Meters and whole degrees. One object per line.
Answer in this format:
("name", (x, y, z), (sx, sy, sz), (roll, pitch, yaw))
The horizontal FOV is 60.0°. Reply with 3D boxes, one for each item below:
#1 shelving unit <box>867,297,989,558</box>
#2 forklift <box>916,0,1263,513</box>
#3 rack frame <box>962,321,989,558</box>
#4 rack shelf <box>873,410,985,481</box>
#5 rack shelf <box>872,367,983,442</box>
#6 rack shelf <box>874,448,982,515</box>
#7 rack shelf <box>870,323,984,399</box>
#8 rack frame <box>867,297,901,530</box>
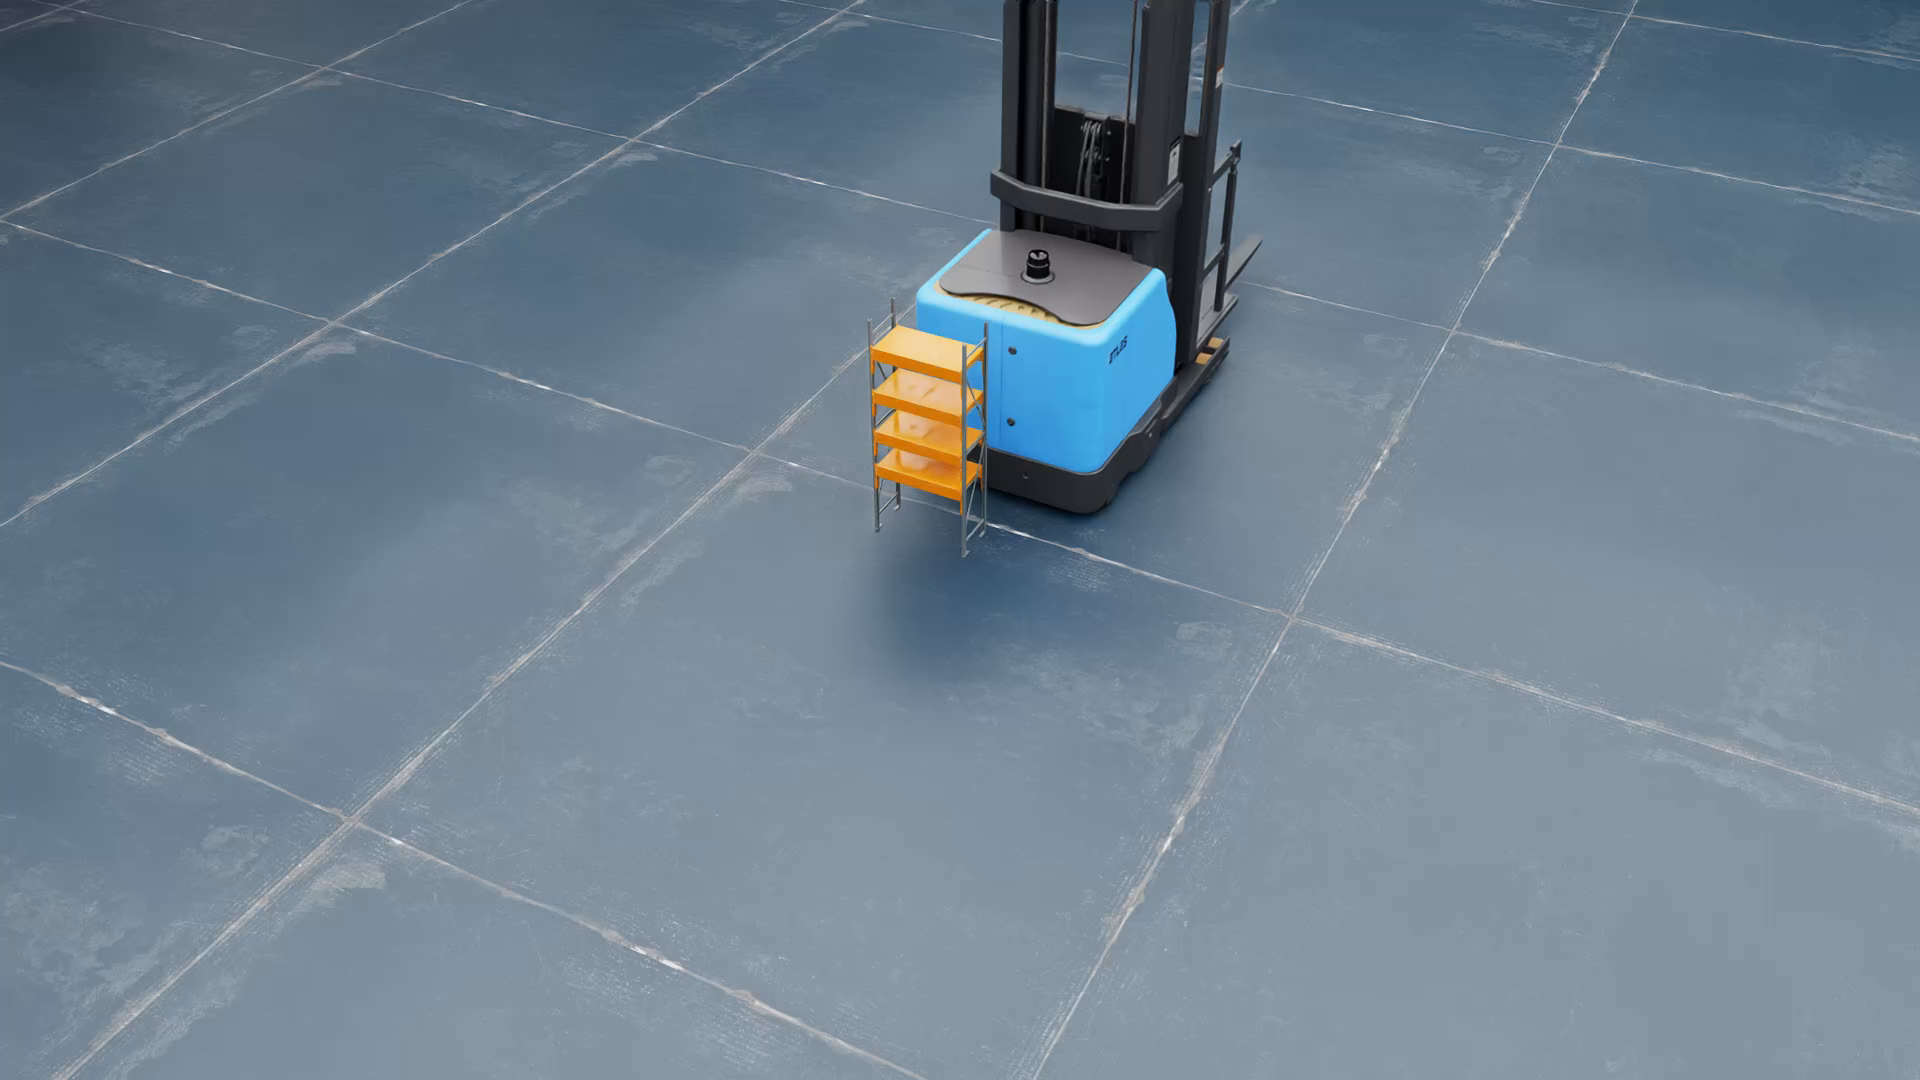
("shelving unit", (-0.147, -0.524, 7.968), (0.503, 1.200, 0.258), (17, 41, 21))
("forklift", (0.899, -2.178, 8.714), (1.130, 2.935, 3.031), (18, 41, 22))
("rack frame", (0.070, -0.456, 7.878), (0.015, 1.200, 0.240), (17, 41, 21))
("rack shelf", (-0.147, -0.470, 8.008), (0.480, 0.148, 0.258), (17, 41, 21))
("rack shelf", (-0.147, -0.649, 7.873), (0.480, 0.148, 0.258), (17, 41, 21))
("rack shelf", (-0.147, -0.312, 8.128), (0.480, 0.148, 0.258), (17, 41, 21))
("rack shelf", (-0.147, -0.837, 7.730), (0.480, 0.148, 0.258), (17, 41, 21))
("rack frame", (-0.364, -0.592, 8.057), (0.015, 1.200, 0.240), (17, 41, 21))
